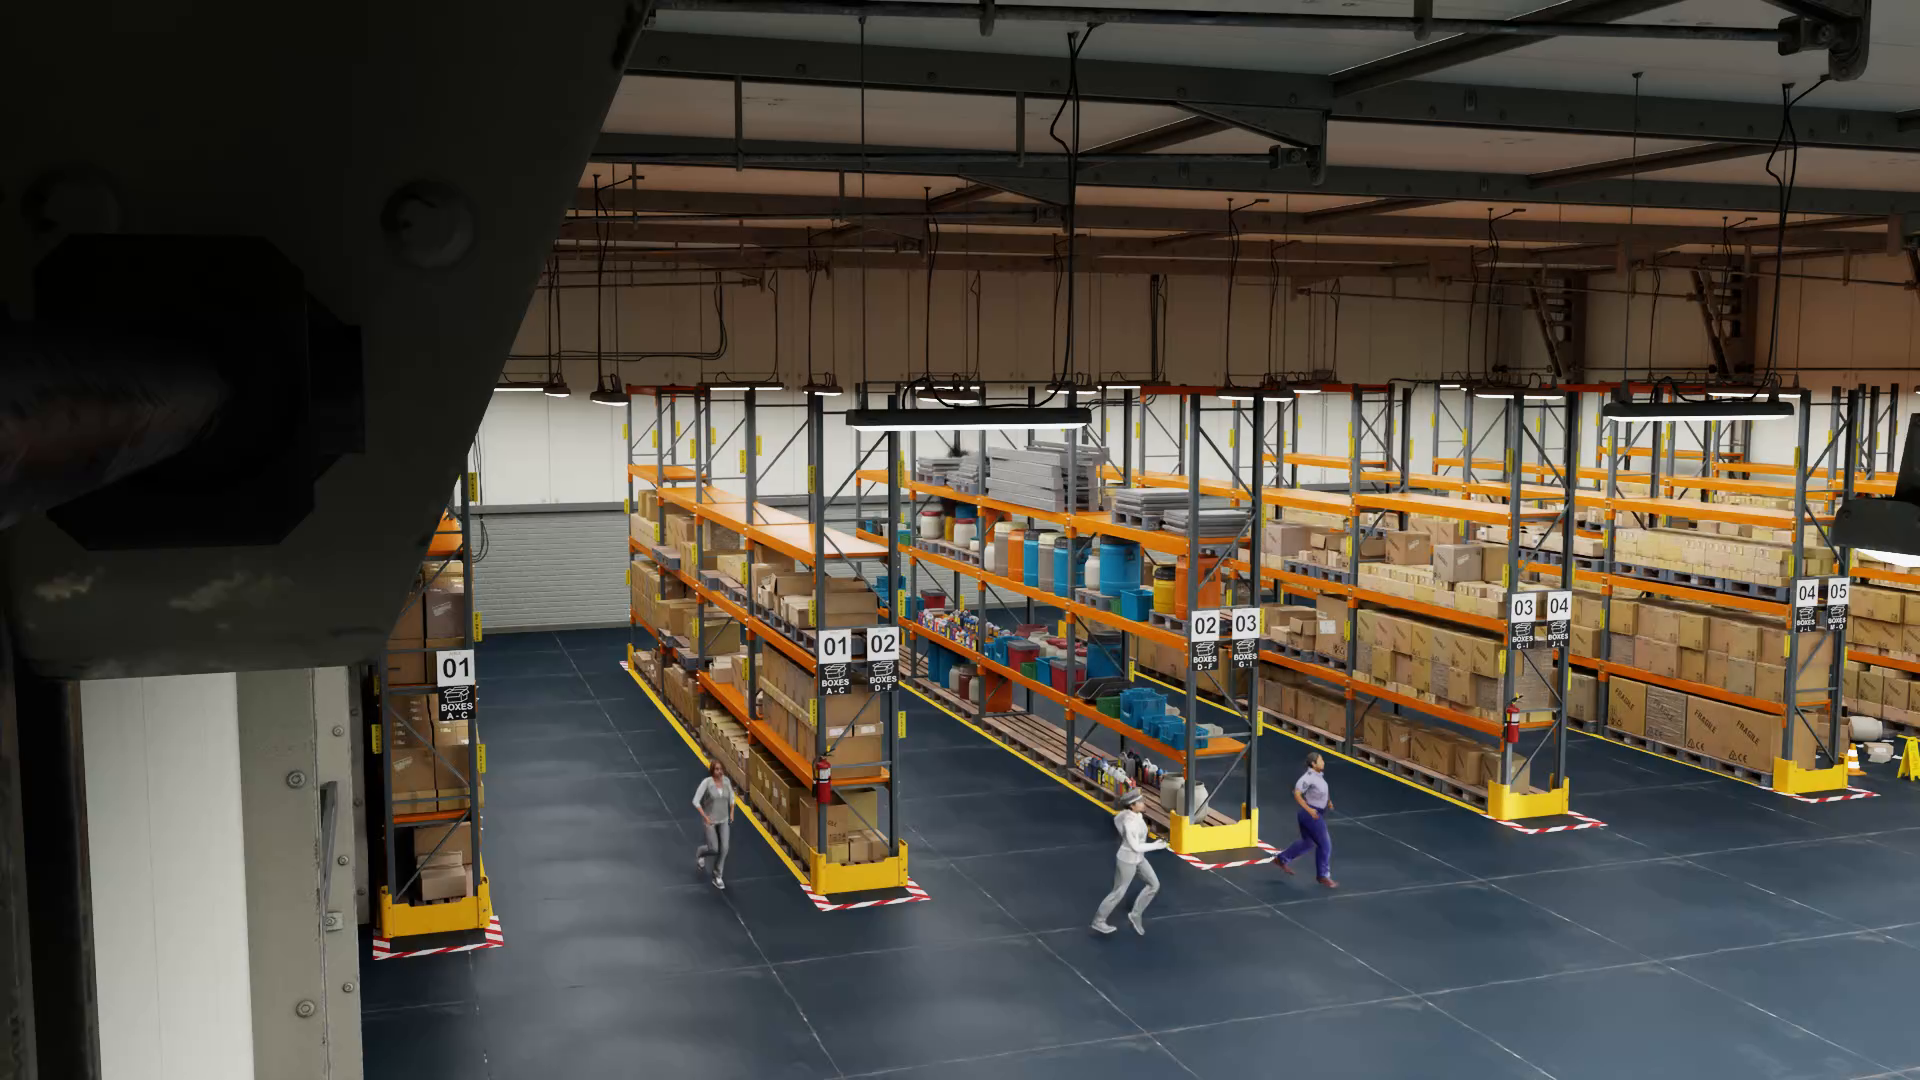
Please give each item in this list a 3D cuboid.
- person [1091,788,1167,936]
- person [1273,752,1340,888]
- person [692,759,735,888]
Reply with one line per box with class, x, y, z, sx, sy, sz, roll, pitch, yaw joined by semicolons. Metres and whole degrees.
person;1.898;3.578;18.519;0.833;1.693;0.619;2;6;16
person;4.268;3.424;20.446;0.827;1.654;0.623;2;6;16
person;-3.040;3.457;20.485;0.567;1.583;0.589;-4;7;-34
